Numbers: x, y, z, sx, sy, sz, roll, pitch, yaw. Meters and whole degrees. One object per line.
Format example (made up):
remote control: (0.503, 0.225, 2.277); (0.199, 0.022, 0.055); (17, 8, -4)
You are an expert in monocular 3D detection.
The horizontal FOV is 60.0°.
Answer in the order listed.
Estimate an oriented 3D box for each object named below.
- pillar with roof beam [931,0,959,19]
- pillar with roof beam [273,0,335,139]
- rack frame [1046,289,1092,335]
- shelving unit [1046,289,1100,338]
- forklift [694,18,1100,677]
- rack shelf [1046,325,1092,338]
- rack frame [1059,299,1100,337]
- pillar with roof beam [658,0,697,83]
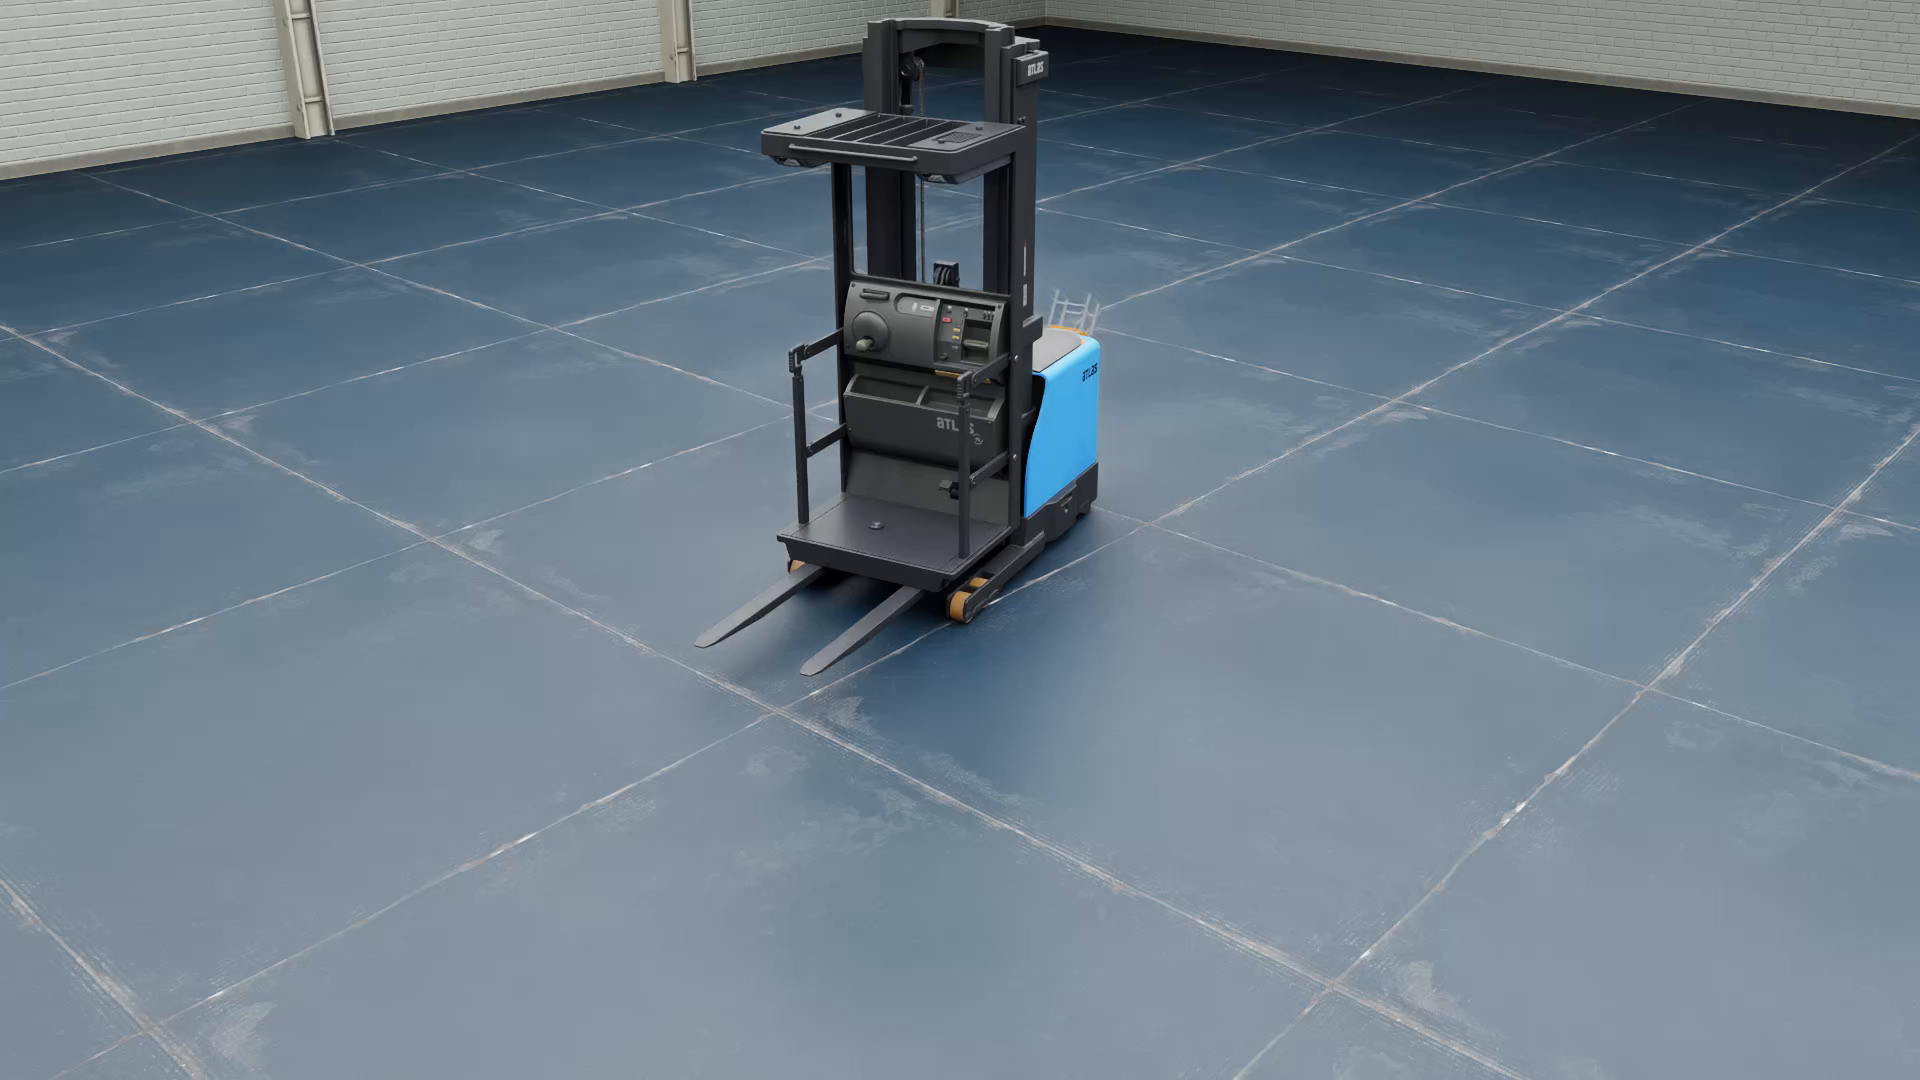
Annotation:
pillar with roof beam: (2.941, -11.778, 25.019); (9.100, 9.000, 0.400); (20, 31, 38)
pillar with roof beam: (-5.068, -8.122, 16.865); (9.100, 9.000, 0.400); (20, 31, 38)
rack frame: (0.576, -1.010, 10.531); (0.240, 1.200, 0.006); (12, -8, 24)
shelving unit: (0.610, -0.991, 10.614); (0.258, 1.200, 0.189); (12, -8, 24)
forklift: (-0.294, -1.109, 8.641); (1.130, 2.935, 3.031); (12, 27, 25)
rack shelf: (0.690, -1.293, 10.652); (0.258, 0.103, 0.180); (12, -8, 24)
rack frame: (0.644, -0.971, 10.697); (0.240, 1.200, 0.006); (12, -8, 24)
pillar with roof beam: (-1.063, -9.950, 20.942); (9.100, 9.000, 0.400); (20, 31, 38)
